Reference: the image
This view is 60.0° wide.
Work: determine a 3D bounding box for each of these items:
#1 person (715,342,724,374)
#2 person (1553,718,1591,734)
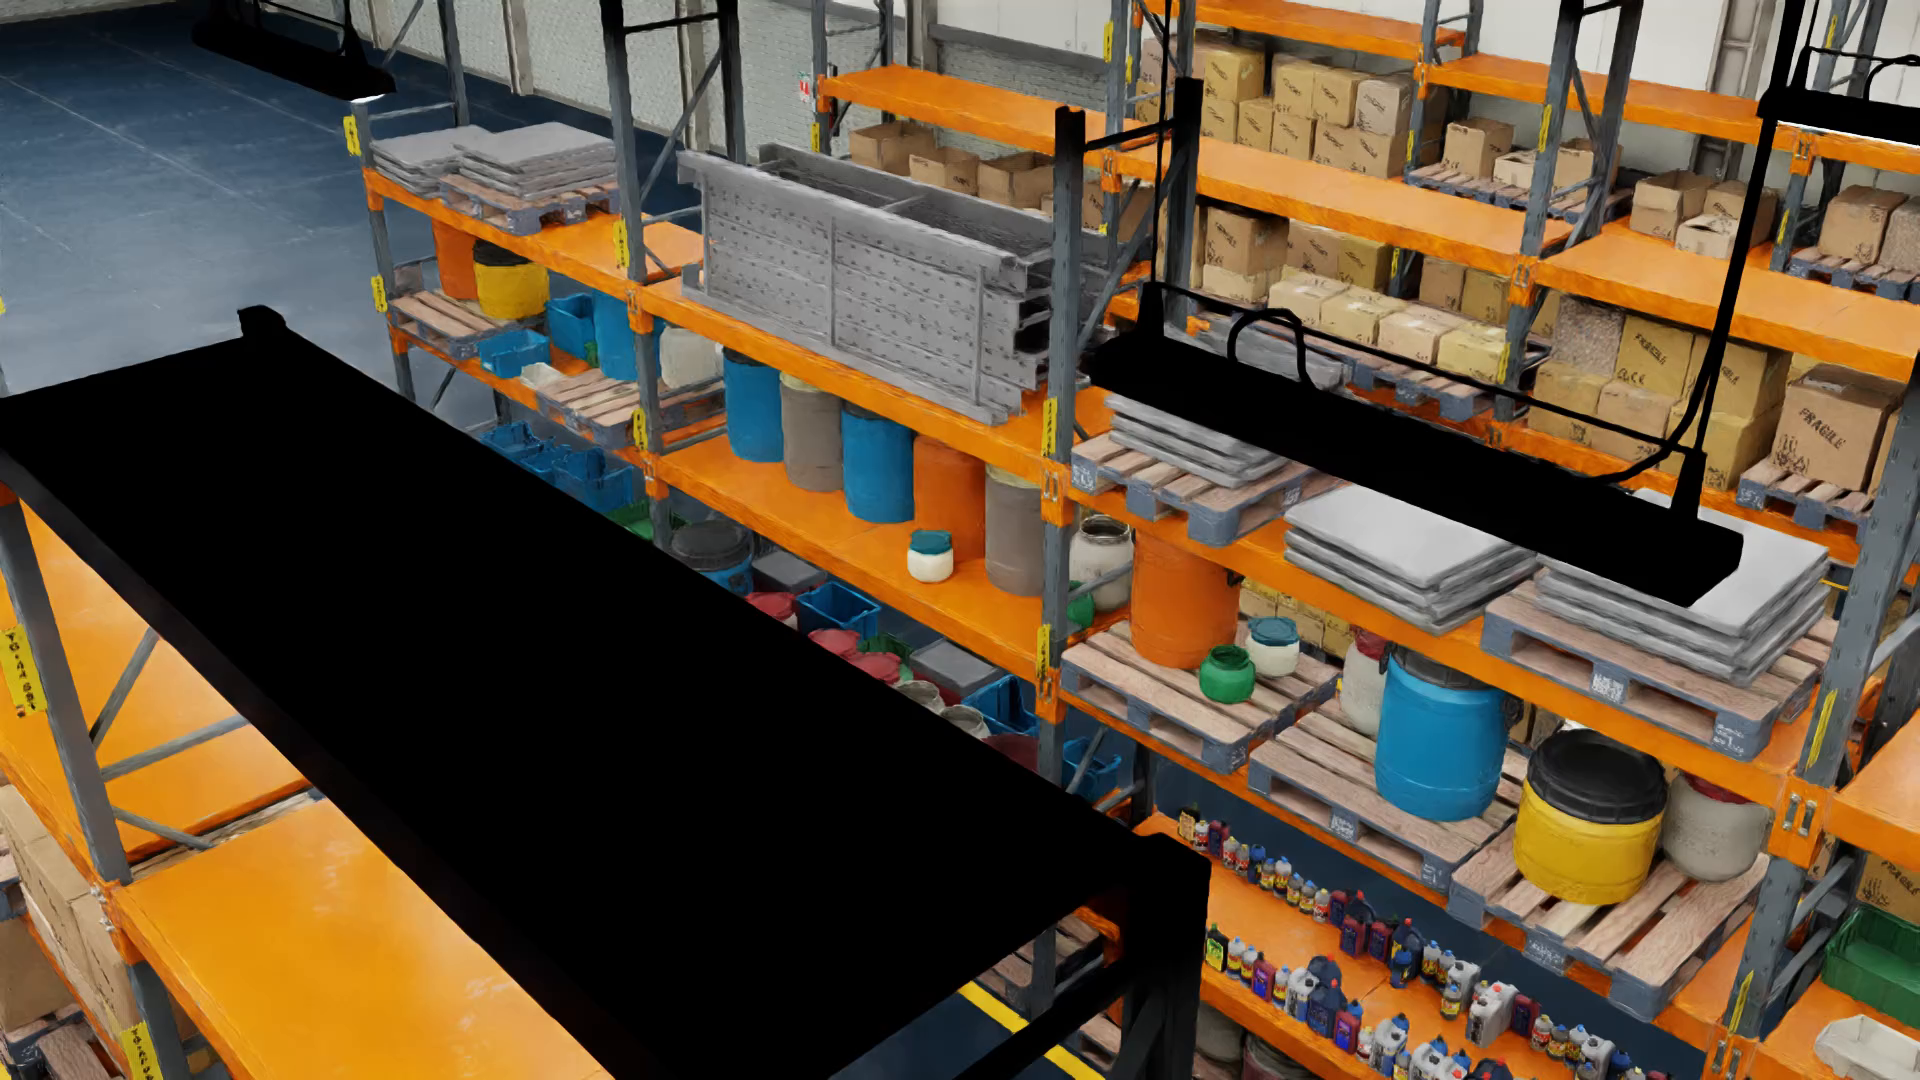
[{"bbox_3d":[-2.732,-2.213,19.264,0.479,1.594,0.994,-18,33,-30],"label":"person"},{"bbox_3d":[4.367,1.743,11.874,0.461,1.626,0.999,-25,37,-38],"label":"person"}]
